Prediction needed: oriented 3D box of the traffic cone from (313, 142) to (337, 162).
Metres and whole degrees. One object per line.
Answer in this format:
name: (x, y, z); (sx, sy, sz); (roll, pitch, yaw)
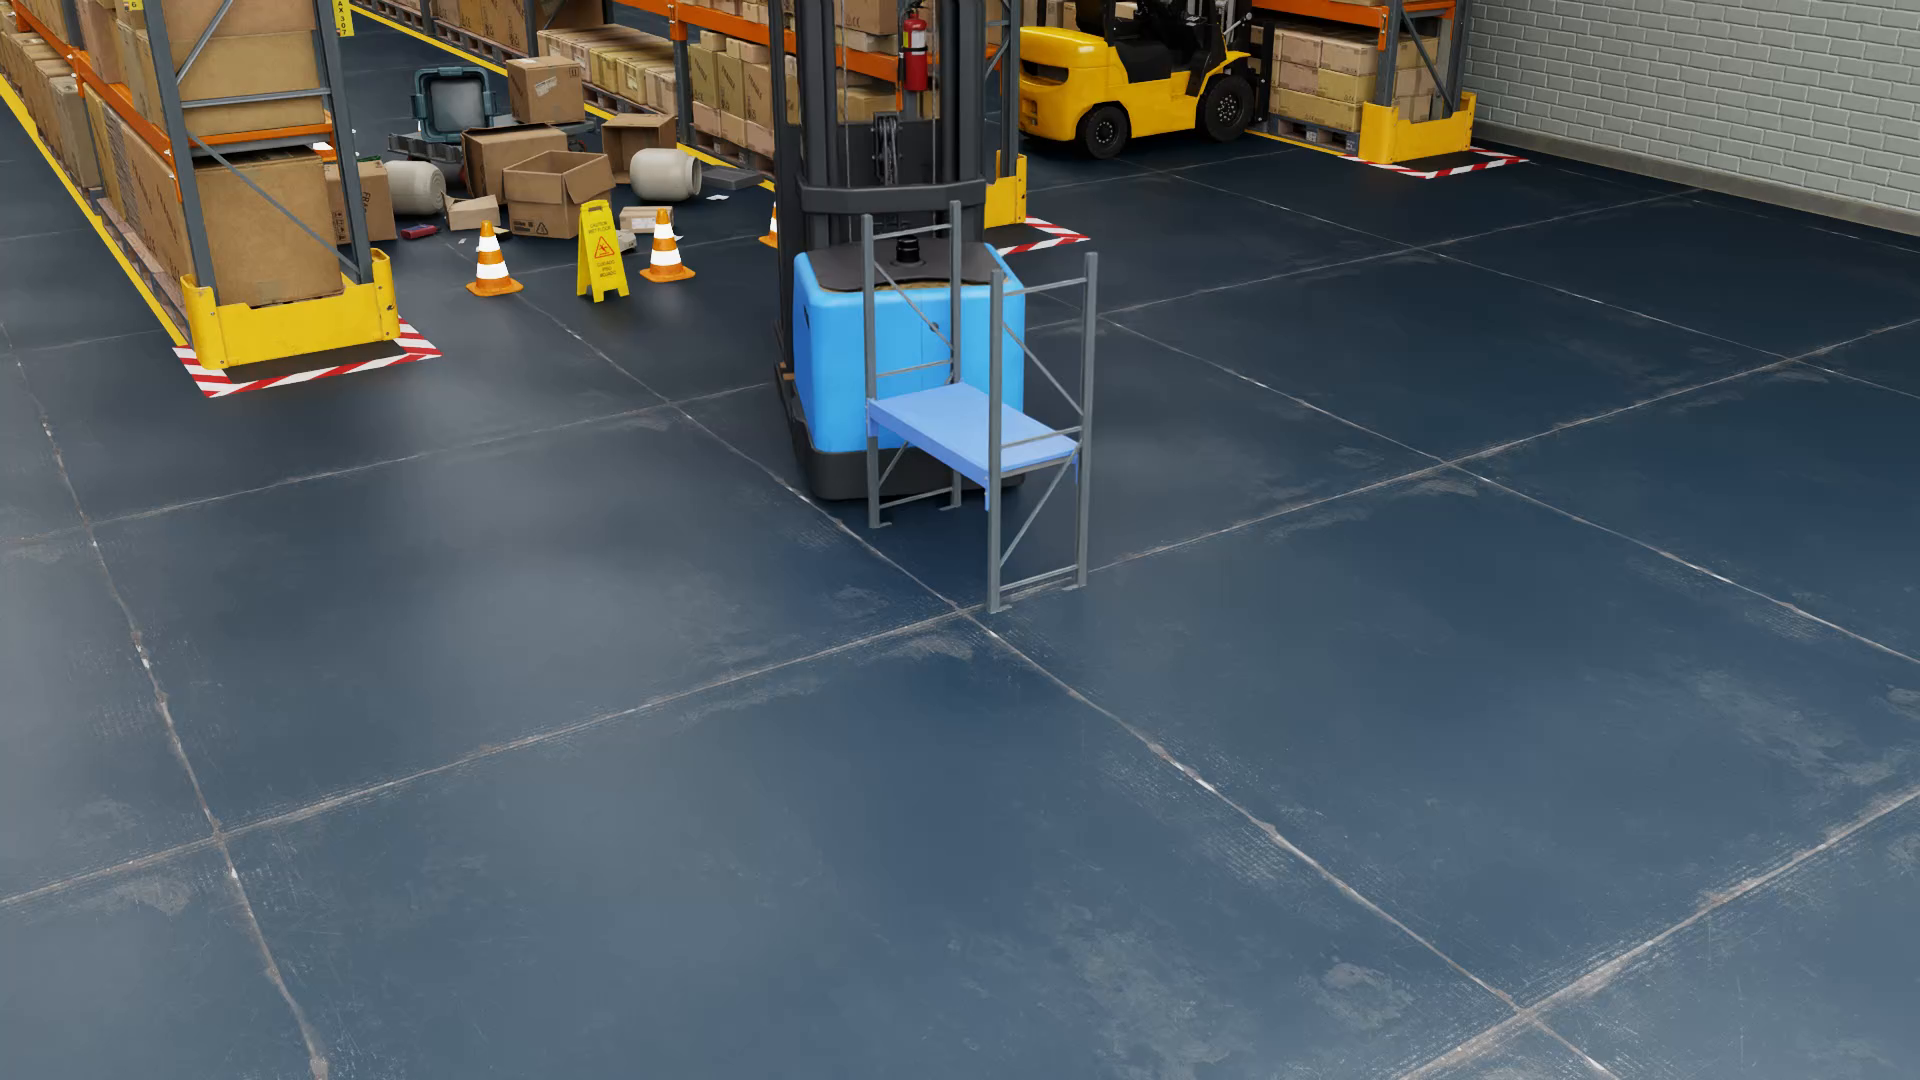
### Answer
traffic cone: (-5.743, -3.679, 15.001); (0.336, 0.463, 0.334); (-16, 29, -30)

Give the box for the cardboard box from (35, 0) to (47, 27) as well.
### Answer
cardboard box: (-7.337, -4.526, 13.706); (0.500, 0.500, 0.500); (-15, 29, -29)

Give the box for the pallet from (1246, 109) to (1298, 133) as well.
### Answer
pallet: (3.042, -4.351, 16.718); (1.003, 0.211, 1.213); (-16, 29, -30)

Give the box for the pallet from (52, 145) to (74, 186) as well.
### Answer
pallet: (-7.431, -3.429, 14.766); (1.003, 0.211, 1.213); (-16, 29, -30)

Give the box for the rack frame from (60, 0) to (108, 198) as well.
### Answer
rack frame: (-6.276, -3.995, 12.698); (1.000, 3.000, 0.127); (-16, 29, -30)

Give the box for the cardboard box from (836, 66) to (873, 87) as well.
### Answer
cardboard box: (-0.913, -3.674, 13.110); (0.380, 0.149, 0.250); (-15, 29, -28)

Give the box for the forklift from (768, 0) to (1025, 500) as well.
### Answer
forklift: (-0.458, -2.123, 8.813); (1.130, 2.935, 3.031); (-5, 26, -10)

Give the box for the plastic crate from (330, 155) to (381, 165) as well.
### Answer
plastic crate: (-5.084, -2.992, 13.801); (0.450, 0.188, 0.662); (-10, 25, 2)

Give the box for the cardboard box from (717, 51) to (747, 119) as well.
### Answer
cardboard box: (-1.786, -4.007, 14.576); (0.500, 0.500, 0.500); (-14, 29, -28)

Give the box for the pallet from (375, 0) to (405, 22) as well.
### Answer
pallet: (-7.571, -7.512, 23.415); (1.003, 0.211, 1.213); (-16, 29, -30)

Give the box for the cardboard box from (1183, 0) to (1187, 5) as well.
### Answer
cardboard box: (2.403, -5.610, 17.678); (0.500, 0.250, 0.500); (-15, 29, -29)

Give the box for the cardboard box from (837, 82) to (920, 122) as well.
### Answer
cardboard box: (-0.656, -3.265, 13.003); (0.500, 0.500, 0.500); (-15, 29, -29)

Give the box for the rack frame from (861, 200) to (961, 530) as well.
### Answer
rack frame: (-0.212, -0.786, 7.659); (0.500, 1.500, 0.032); (-15, 29, -29)

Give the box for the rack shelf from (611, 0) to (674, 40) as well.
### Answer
rack shelf: (-3.276, -5.574, 16.887); (1.077, 0.370, 4.000); (-16, 29, -30)

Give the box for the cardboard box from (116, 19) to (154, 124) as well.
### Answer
cardboard box: (-4.652, -2.946, 10.300); (0.875, 0.550, 0.550); (-16, 29, -30)

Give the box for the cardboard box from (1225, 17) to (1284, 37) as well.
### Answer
cardboard box: (2.806, -4.945, 16.269); (0.500, 0.250, 0.500); (-16, 30, -31)

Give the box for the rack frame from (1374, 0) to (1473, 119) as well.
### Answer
rack frame: (4.156, -4.912, 14.641); (1.000, 3.000, 0.127); (-16, 29, -30)

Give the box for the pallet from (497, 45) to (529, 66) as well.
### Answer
pallet: (-4.735, -5.654, 19.479); (1.003, 0.211, 1.213); (-16, 29, -30)

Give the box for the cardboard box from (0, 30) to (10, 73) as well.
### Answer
cardboard box: (-10.172, -5.401, 18.113); (0.500, 0.500, 0.500); (-14, 29, -27)

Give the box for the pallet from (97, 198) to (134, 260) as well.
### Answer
pallet: (-5.927, -2.444, 12.679); (1.003, 0.211, 1.213); (-16, 29, -30)

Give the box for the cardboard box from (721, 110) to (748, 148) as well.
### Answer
cardboard box: (-1.787, -3.669, 14.737); (0.500, 0.250, 0.500); (-14, 29, -27)

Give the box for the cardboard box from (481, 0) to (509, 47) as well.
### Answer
cardboard box: (-5.159, -6.431, 19.855); (0.875, 0.875, 0.875); (-15, 29, -29)

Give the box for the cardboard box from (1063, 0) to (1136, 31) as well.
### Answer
cardboard box: (1.678, -5.643, 18.479); (0.875, 0.625, 0.625); (-14, 29, -27)

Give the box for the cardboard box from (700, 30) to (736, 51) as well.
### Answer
cardboard box: (-2.070, -4.431, 14.713); (0.380, 0.149, 0.250); (-15, 29, -29)

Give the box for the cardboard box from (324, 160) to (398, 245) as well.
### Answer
cardboard box: (-4.569, -2.549, 12.562); (0.500, 0.500, 0.500); (-10, 27, -21)

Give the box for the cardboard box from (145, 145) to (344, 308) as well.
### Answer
cardboard box: (-4.518, -2.020, 10.513); (0.875, 0.875, 0.875); (-15, 29, -29)

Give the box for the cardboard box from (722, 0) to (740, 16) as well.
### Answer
cardboard box: (-1.823, -4.621, 14.319); (0.380, 0.149, 0.250); (-15, 29, -28)

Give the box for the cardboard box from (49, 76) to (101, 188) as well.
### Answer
cardboard box: (-6.691, -3.368, 13.515); (1.050, 0.750, 0.750); (-16, 29, -30)

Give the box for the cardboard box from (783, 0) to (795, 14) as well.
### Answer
cardboard box: (-1.067, -4.423, 13.141); (0.500, 0.500, 0.500); (-16, 29, -30)

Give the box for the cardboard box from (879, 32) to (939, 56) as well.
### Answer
cardboard box: (-0.384, -3.724, 12.419); (0.380, 0.149, 0.250); (-14, 29, -28)

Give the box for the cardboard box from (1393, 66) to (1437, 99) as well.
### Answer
cardboard box: (4.074, -4.301, 15.490); (0.500, 0.250, 0.500); (-15, 29, -29)

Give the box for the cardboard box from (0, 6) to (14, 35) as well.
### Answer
cardboard box: (-9.602, -5.371, 17.172); (0.500, 0.250, 0.500); (-15, 29, -28)

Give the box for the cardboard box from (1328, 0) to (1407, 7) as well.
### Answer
cardboard box: (3.668, -5.072, 14.863); (0.500, 0.500, 0.500); (-16, 30, -31)

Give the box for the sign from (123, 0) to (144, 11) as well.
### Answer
sign: (-4.555, -3.073, 9.113); (0.100, 0.325, 0.005); (-16, 29, -30)

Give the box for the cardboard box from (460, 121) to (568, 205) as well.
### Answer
cardboard box: (-3.598, -3.057, 13.477); (0.797, 0.637, 0.503); (-16, 29, -30)

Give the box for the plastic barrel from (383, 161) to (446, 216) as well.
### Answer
plastic barrel: (-4.372, -2.781, 13.146); (0.512, 0.421, 0.421); (3, 25, 6)

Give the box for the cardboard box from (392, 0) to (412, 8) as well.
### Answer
cardboard box: (-7.293, -7.647, 22.944); (0.875, 0.438, 0.875); (-17, 30, -31)

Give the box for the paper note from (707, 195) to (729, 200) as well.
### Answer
paper note: (-1.994, -2.830, 13.709); (0.148, 0.019, 0.142); (18, 31, 33)

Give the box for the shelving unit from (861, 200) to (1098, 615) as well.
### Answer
shelving unit: (0.061, -0.604, 7.272); (0.538, 1.500, 1.048); (-15, 29, -29)

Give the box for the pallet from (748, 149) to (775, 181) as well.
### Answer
pallet: (-1.118, -3.255, 14.397); (1.003, 0.211, 1.213); (-16, 29, -30)

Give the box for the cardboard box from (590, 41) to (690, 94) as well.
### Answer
cardboard box: (-3.249, -4.878, 17.155); (0.950, 0.372, 0.625); (-14, 29, -28)

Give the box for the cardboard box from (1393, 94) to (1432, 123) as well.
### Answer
cardboard box: (4.052, -4.080, 15.607); (0.500, 0.250, 0.500); (-15, 29, -29)

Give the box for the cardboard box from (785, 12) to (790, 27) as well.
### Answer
cardboard box: (-1.202, -4.275, 13.587); (0.380, 0.149, 0.250); (-16, 29, -30)

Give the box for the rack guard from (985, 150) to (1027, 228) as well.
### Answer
rack guard: (-0.042, -2.651, 12.779); (1.175, 0.500, 0.348); (-16, 29, -30)

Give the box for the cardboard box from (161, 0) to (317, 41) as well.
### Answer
cardboard box: (-4.263, -3.262, 9.705); (0.875, 0.550, 0.550); (-16, 29, -30)

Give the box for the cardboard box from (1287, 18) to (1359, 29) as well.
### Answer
cardboard box: (3.513, -4.886, 16.143); (0.500, 0.250, 0.500); (-16, 30, -30)
